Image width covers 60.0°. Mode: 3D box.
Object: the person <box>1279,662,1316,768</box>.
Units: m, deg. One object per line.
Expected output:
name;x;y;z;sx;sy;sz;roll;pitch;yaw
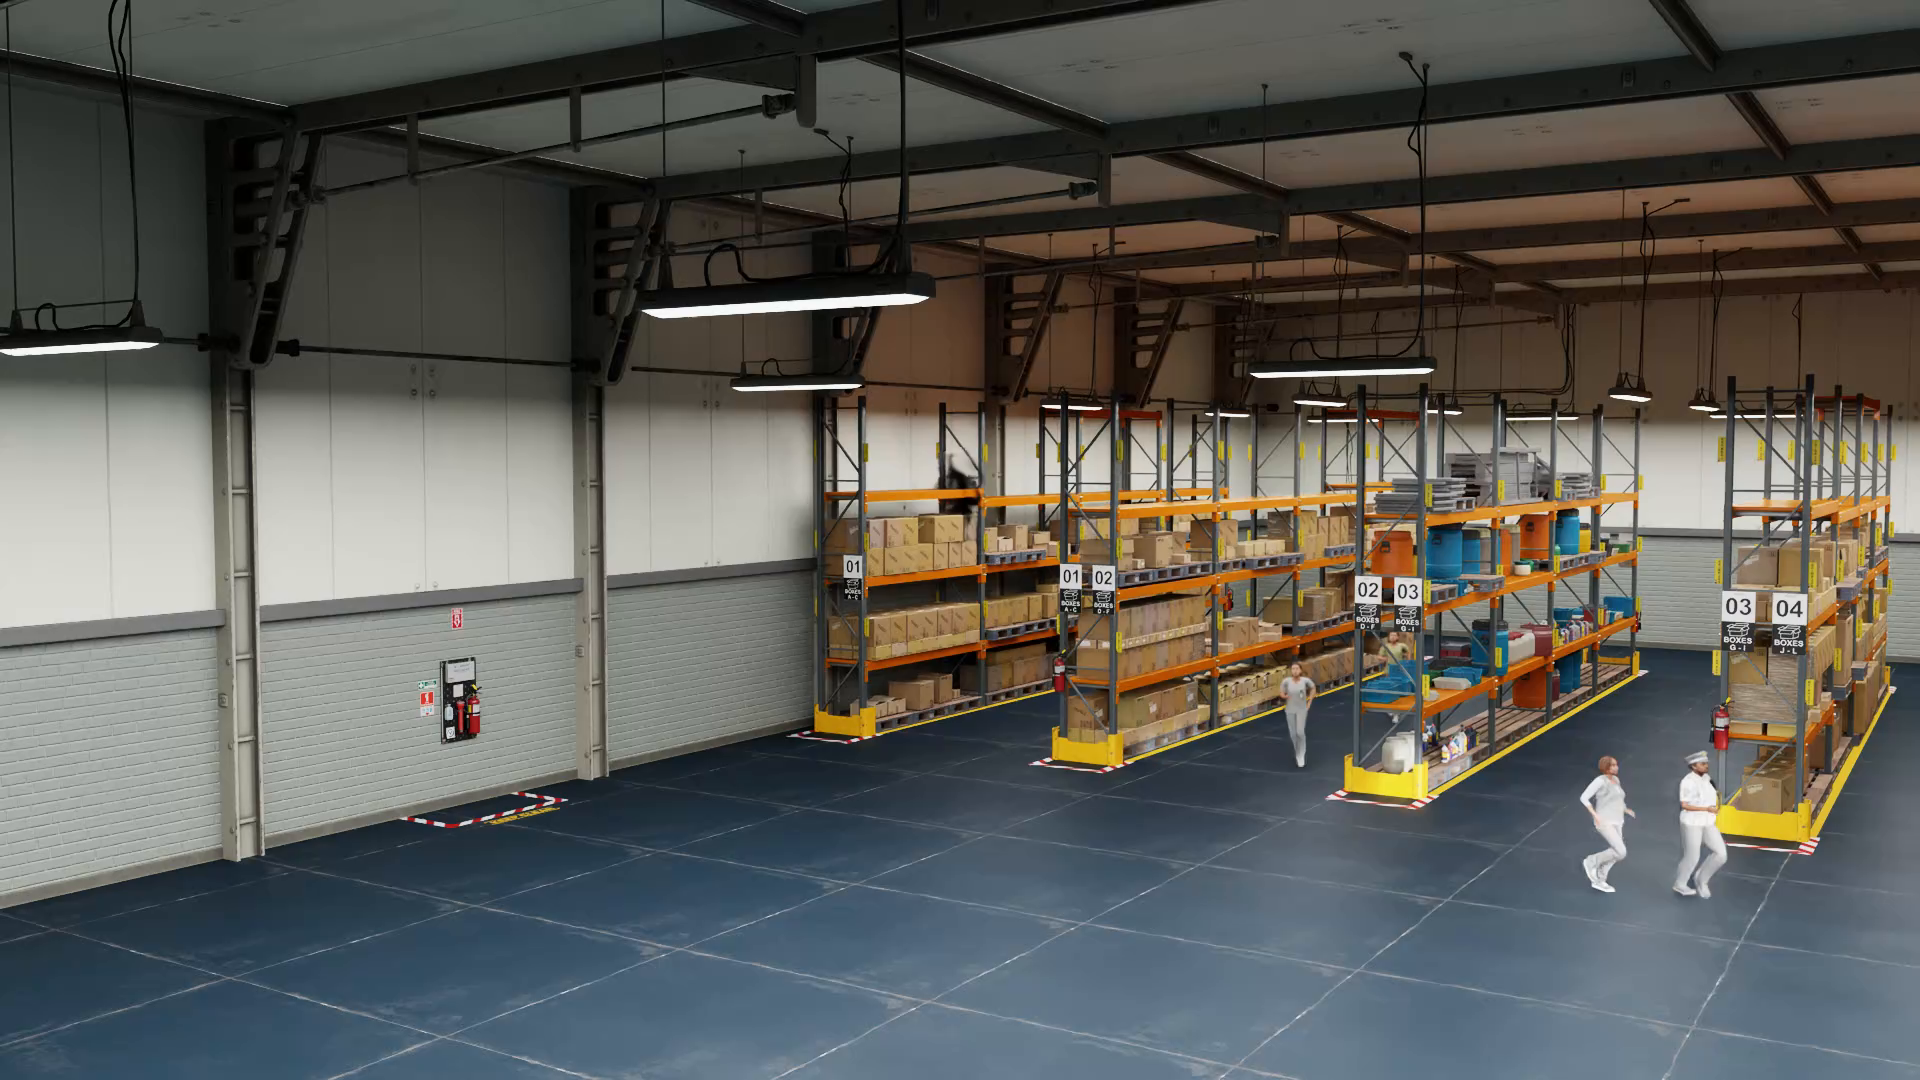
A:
person;5.386;2.779;26.652;0.533;1.677;0.757;1;3;21

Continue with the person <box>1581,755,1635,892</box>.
person;7.392;3.235;18.894;0.529;1.551;0.534;-2;4;-38

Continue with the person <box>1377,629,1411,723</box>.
person;8.110;2.529;31.124;0.564;1.738;0.780;1;3;25

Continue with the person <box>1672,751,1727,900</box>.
person;8.296;3.188;18.584;0.542;1.691;0.672;-1;3;-23
